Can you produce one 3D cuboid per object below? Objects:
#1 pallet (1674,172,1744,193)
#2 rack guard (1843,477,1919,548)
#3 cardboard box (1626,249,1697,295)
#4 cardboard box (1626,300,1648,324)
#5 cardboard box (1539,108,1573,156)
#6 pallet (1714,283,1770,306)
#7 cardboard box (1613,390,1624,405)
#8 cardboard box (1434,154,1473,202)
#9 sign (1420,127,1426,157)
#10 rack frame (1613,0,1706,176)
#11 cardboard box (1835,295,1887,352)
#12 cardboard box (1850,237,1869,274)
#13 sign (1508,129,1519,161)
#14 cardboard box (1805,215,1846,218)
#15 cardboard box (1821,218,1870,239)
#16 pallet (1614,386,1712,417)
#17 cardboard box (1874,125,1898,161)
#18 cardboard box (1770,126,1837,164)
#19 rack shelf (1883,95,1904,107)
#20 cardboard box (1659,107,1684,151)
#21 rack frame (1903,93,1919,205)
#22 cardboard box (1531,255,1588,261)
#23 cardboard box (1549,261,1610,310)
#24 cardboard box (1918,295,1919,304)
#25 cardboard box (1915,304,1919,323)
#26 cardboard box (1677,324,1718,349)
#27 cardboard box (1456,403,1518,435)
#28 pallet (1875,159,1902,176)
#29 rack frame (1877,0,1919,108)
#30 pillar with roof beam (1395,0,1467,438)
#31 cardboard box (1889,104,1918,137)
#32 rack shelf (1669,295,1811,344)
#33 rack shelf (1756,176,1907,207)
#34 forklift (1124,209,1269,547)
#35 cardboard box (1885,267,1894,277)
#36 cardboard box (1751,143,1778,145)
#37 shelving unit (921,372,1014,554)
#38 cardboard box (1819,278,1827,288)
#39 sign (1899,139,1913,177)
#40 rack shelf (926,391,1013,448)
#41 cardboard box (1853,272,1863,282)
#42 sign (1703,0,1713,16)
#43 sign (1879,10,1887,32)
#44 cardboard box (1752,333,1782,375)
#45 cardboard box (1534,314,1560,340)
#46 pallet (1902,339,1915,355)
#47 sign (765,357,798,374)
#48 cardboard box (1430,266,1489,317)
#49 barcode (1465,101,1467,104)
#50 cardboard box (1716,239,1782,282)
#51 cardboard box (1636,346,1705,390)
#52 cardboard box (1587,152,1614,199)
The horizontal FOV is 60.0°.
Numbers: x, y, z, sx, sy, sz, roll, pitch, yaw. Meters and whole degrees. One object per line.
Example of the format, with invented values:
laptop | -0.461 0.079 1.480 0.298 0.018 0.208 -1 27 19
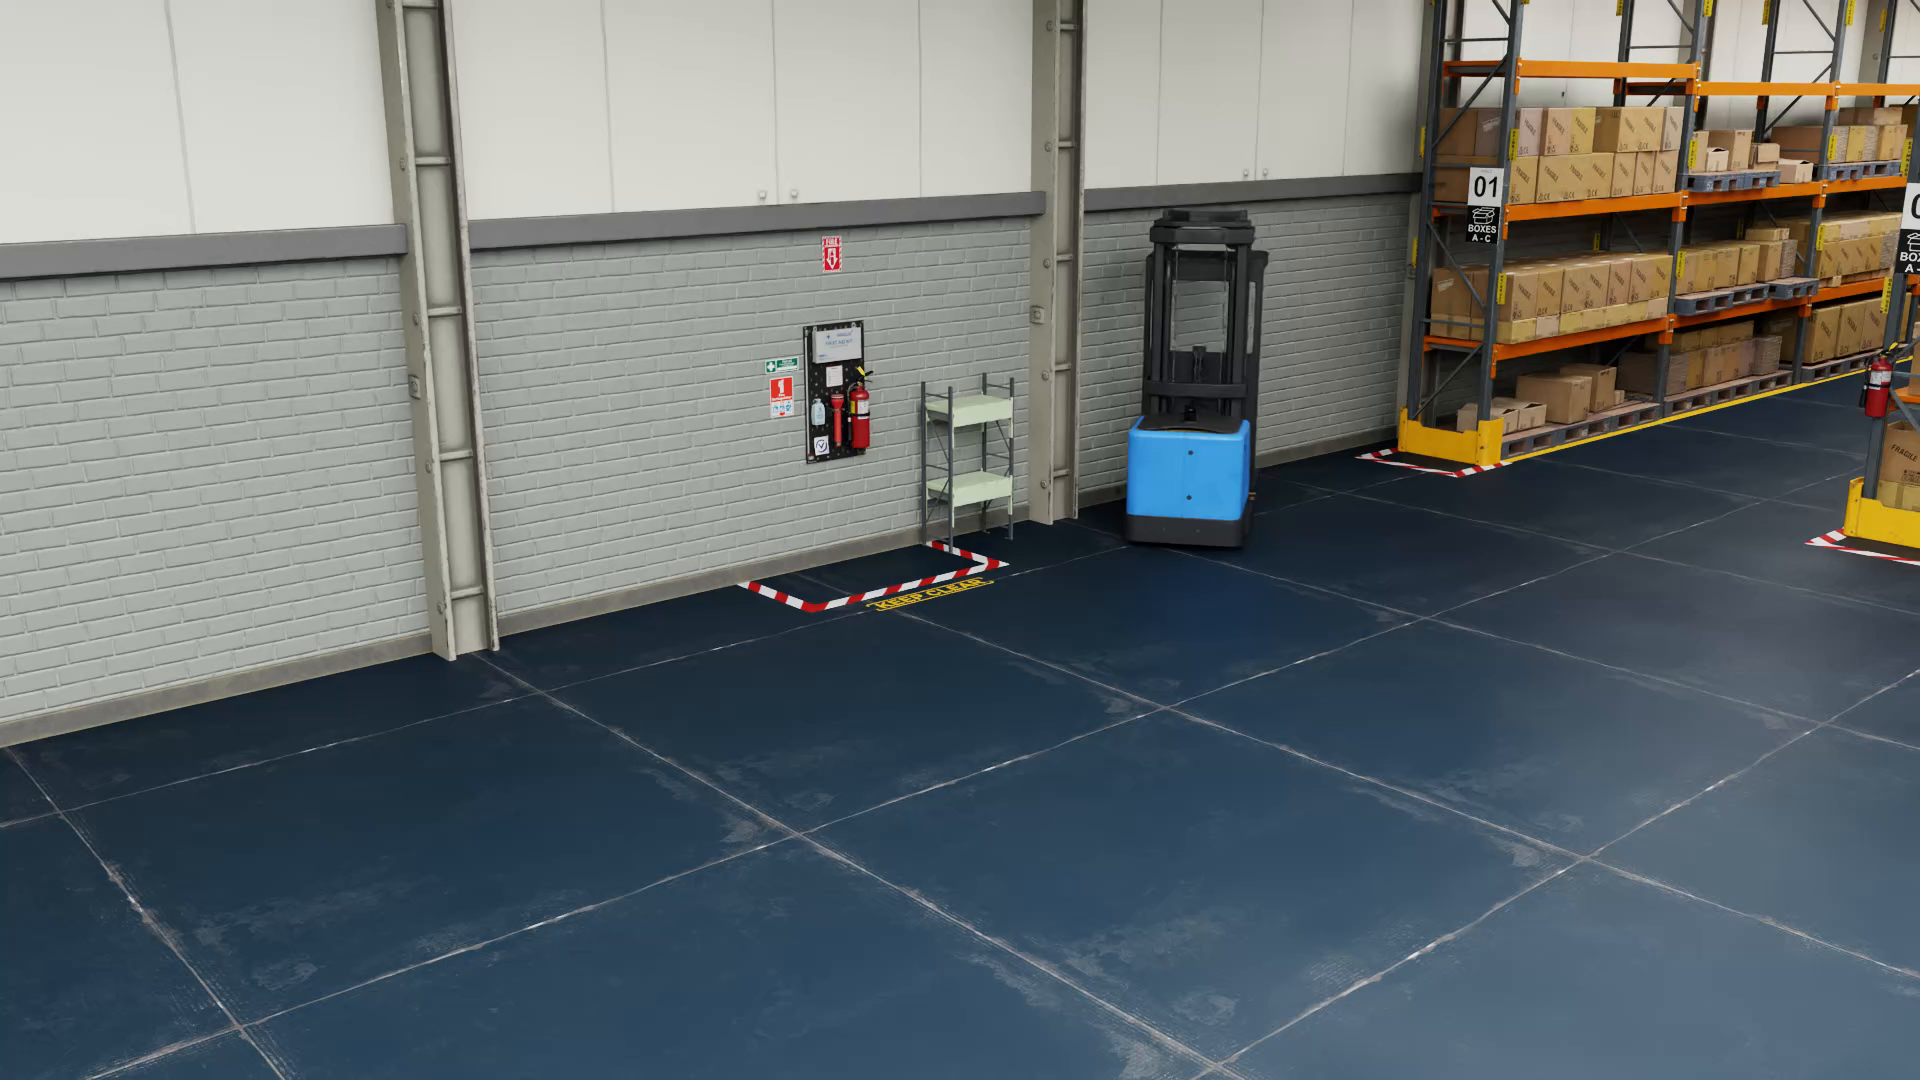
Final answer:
pallet | 9.012 -4.506 20.859 1.003 0.211 1.213 -13 19 -39
rack guard | 8.695 -0.211 15.071 0.348 0.500 1.175 -13 19 -39
cardboard box | 8.883 -3.404 21.136 0.500 0.500 0.700 -13 19 -39
cardboard box | 7.937 -2.779 20.094 0.500 0.250 0.500 -13 19 -39
cardboard box | 6.321 -4.470 18.188 0.500 0.500 0.500 -13 20 -40
pallet | 10.028 -3.306 22.184 1.213 0.211 1.003 -13 19 -39
cardboard box | 8.093 -1.811 20.856 0.380 0.166 0.250 13 20 40
cardboard box | 5.608 -4.013 18.418 0.500 0.500 0.500 -11 18 -35
sign | 5.110 -4.375 18.287 0.005 0.325 0.100 -13 19 -39
rack frame | 8.476 -5.962 20.134 0.127 3.000 1.000 -13 19 -39
cardboard box | 13.438 -3.297 25.132 0.750 0.750 0.750 -12 19 -38
cardboard box | 12.805 -4.146 24.152 0.500 0.500 0.500 -13 20 -40
sign | 5.815 -4.152 17.476 0.005 0.325 0.100 -13 19 -39
cardboard box | 12.832 -4.693 24.743 0.500 0.250 0.500 -13 20 -41
cardboard box | 12.785 -4.509 24.056 0.500 0.250 0.500 -12 19 -39
pallet | 9.063 -1.849 21.763 1.213 0.211 1.003 -13 19 -39
cardboard box | 13.398 -5.895 24.647 0.500 0.500 0.700 -13 20 -40
cardboard box | 11.815 -5.543 23.332 0.700 0.500 0.500 14 21 43
rack shelf | 16.020 -7.116 26.620 4.000 0.370 1.077 -13 19 -39
cardboard box | 8.277 -4.916 19.861 0.500 0.500 0.500 14 20 42
rack frame | 8.714 -4.321 13.989 0.127 3.000 1.000 -13 19 -39
cardboard box | 7.213 -3.154 20.045 0.500 0.500 0.500 -12 19 -38
cardboard box | 7.171 -2.966 19.340 0.500 0.500 0.500 -12 19 -38
cardboard box | 15.521 -3.857 26.650 0.250 0.149 0.380 -12 19 -38
cardboard box | 15.143 -3.521 26.650 0.500 0.500 0.700 -12 19 -39
cardboard box | 9.741 -2.723 22.171 0.500 0.250 0.500 -13 20 -41
cardboard box | 6.040 -1.400 19.035 0.500 0.311 0.500 13 20 41
pallet | 13.852 -5.611 25.002 1.217 0.209 0.805 -14 20 -42
rack frame | 14.512 -7.318 25.208 0.127 3.000 1.000 -13 19 -39
pillar with roof beam | 8.245 -4.734 15.534 0.400 9.000 9.100 -13 19 -39
cardboard box | 14.885 -6.573 26.063 0.500 0.500 0.500 -13 20 -40
rack shelf | 9.985 -3.055 22.269 4.000 0.370 1.077 -13 19 -39
rack shelf | 13.003 -5.182 24.419 4.000 0.370 1.077 -13 19 -39
forklift | 2.330 -1.690 15.899 1.130 2.935 3.031 4 15 13
cardboard box | 13.882 -4.056 25.072 0.250 0.149 0.380 -13 19 -39
cardboard box | 10.800 -5.172 22.753 0.500 0.500 0.500 -13 19 -39
shelving unit | 0.070 -0.702 14.973 0.755 1.500 0.431 -13 20 -40
cardboard box | 12.090 -3.682 23.668 0.250 0.149 0.380 -12 19 -39
sign | 8.368 -3.369 14.676 0.005 0.325 0.100 -13 19 -39
rack shelf | 0.071 -1.079 14.872 0.720 0.370 0.431 -13 20 -40
cardboard box | 13.044 -3.902 24.495 0.250 0.149 0.380 -13 19 -39
sign | 8.819 -6.343 19.596 0.005 0.325 0.100 -13 19 -39
sign | 14.166 -7.958 25.487 0.005 0.325 0.100 -13 19 -39
cardboard box | 10.985 -2.614 23.216 0.500 0.500 0.700 -12 19 -39
cardboard box | 6.418 -2.435 18.806 0.500 0.250 0.500 -13 20 -41
pallet | 15.137 -3.186 26.767 1.213 0.211 1.003 -13 19 -39
sign | -1.472 -1.444 13.749 0.331 0.109 0.001 -13 19 -39
cardboard box | 5.675 -2.807 18.745 0.500 0.500 0.500 -13 20 -40
barcode | 5.666 -4.874 18.580 0.075 0.075 0.001 -13 19 -39
cardboard box | 10.742 -3.821 22.696 0.700 0.500 0.500 14 20 42
cardboard box | 9.378 -2.294 22.017 0.500 0.500 0.700 -13 20 -40
cardboard box | 7.083 -4.169 19.001 0.500 0.500 0.500 -11 19 -36
